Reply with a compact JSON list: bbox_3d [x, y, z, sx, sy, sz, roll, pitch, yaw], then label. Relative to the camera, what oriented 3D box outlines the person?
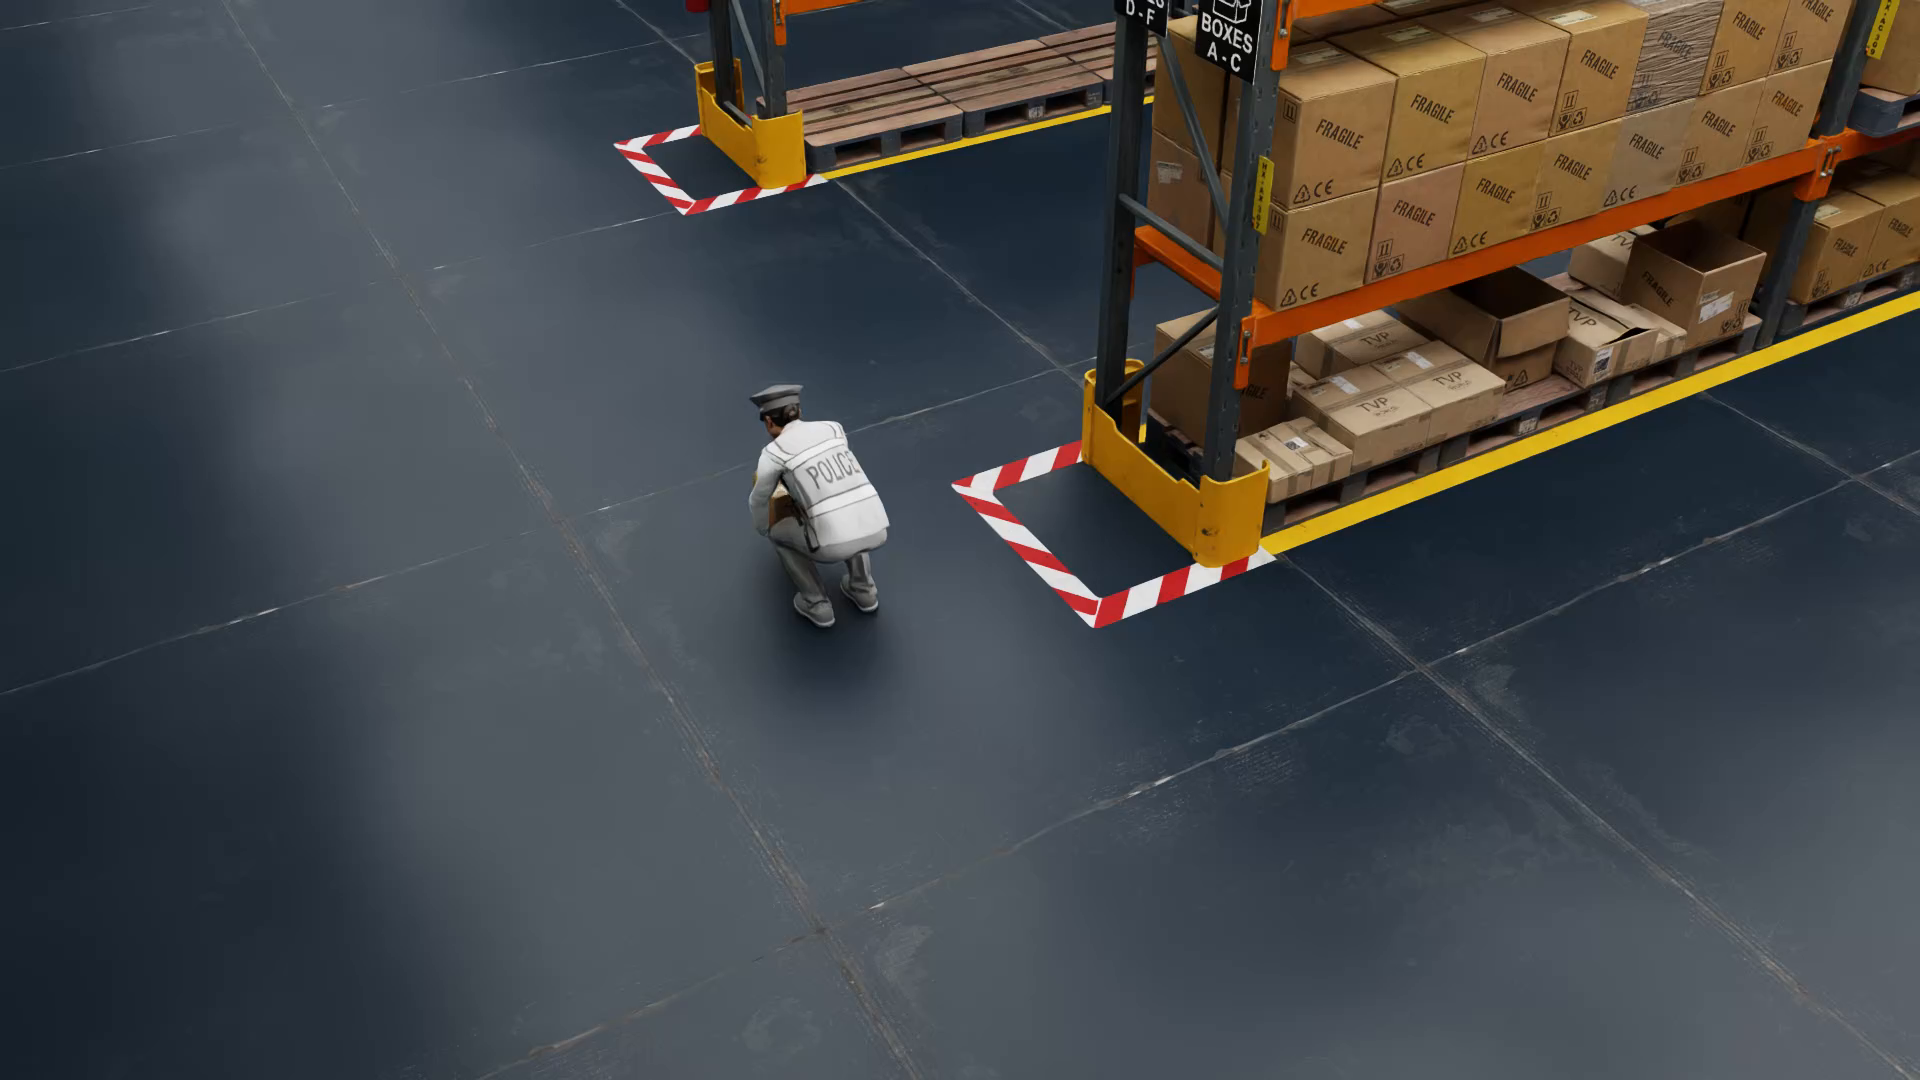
[{"bbox_3d":[-0.666,-0.153,7.590,0.501,1.054,0.818,-19,41,-24],"label":"person"}]
